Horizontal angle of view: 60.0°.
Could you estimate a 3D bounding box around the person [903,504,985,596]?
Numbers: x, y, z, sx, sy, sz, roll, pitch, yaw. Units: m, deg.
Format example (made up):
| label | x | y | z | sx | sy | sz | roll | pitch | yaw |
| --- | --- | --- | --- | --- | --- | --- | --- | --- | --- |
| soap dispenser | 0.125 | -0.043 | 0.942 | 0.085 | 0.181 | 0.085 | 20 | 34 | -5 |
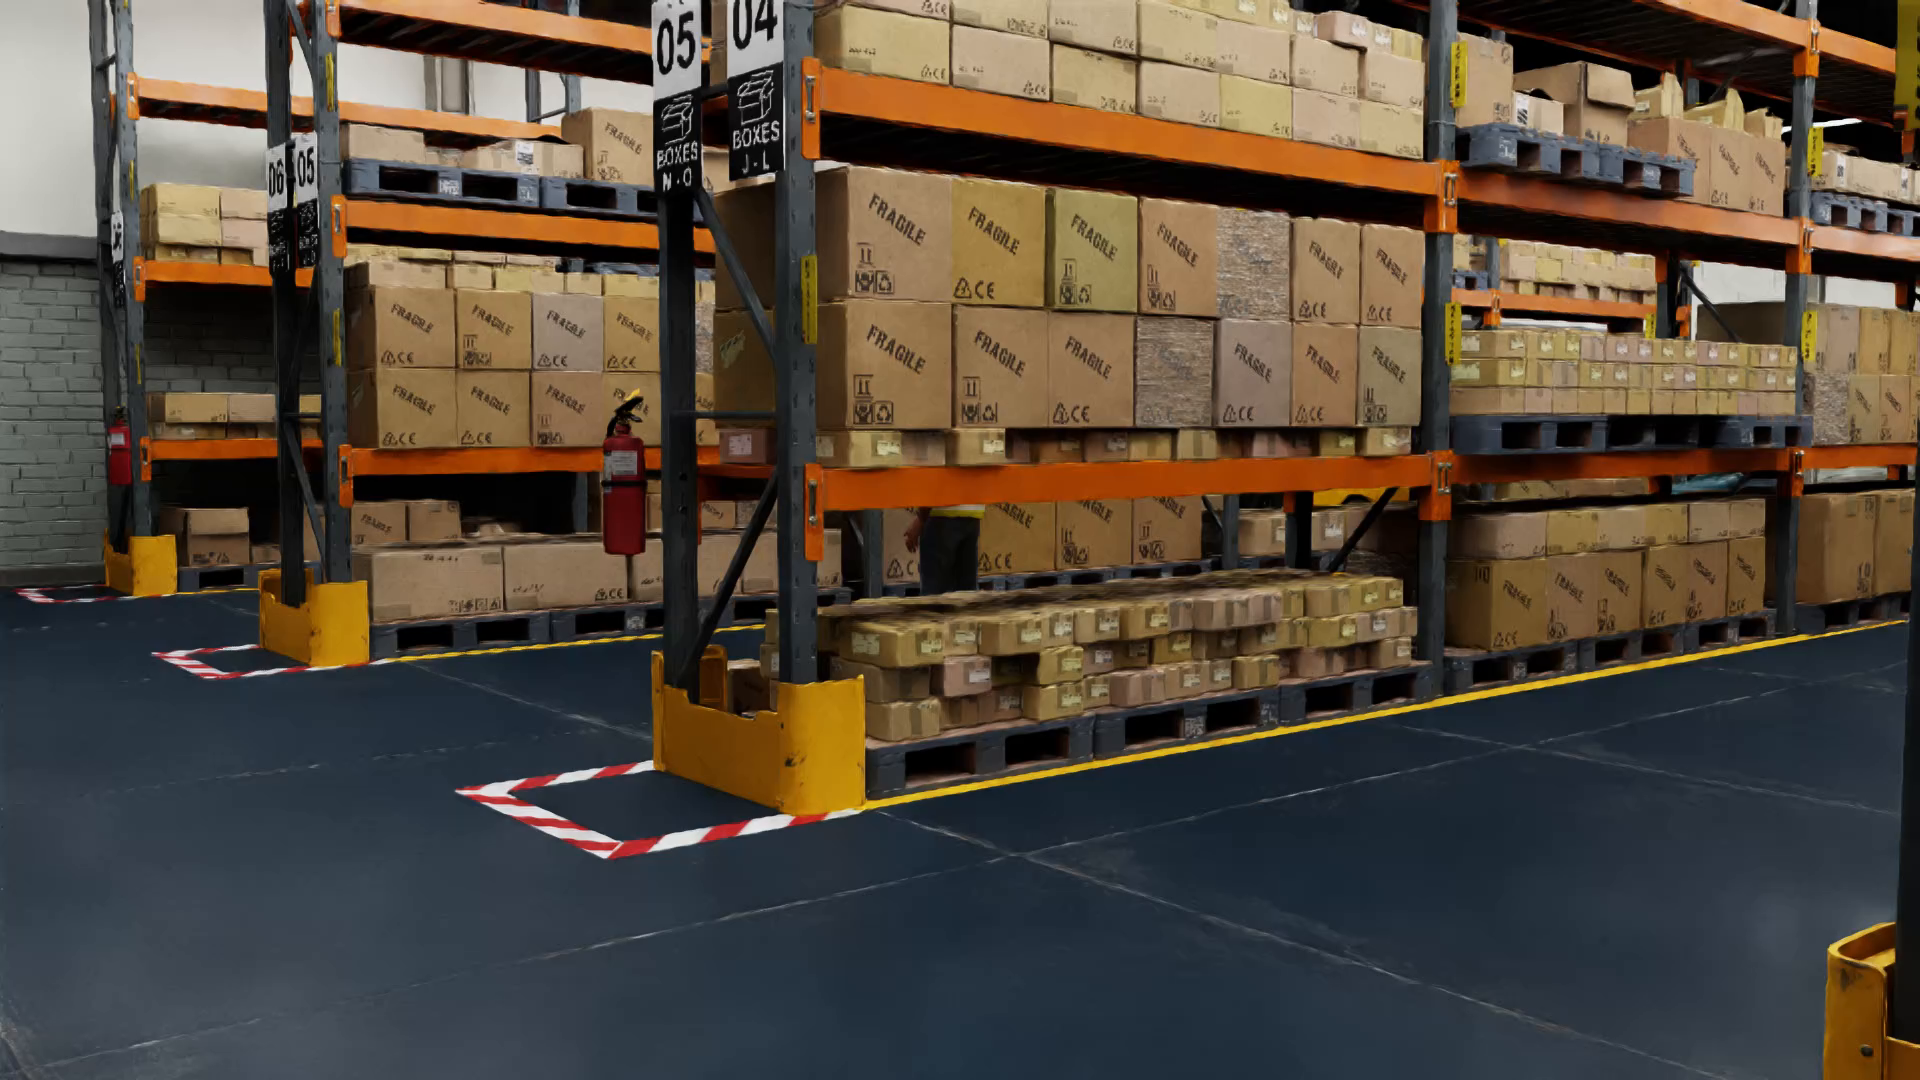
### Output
| label | x | y | z | sx | sy | sz | roll | pitch | yaw |
| --- | --- | --- | --- | --- | --- | --- | --- | --- | --- |
| person | -0.106 | -0.102 | 9.299 | 0.470 | 1.770 | 0.636 | 2 | 5 | 27 |
